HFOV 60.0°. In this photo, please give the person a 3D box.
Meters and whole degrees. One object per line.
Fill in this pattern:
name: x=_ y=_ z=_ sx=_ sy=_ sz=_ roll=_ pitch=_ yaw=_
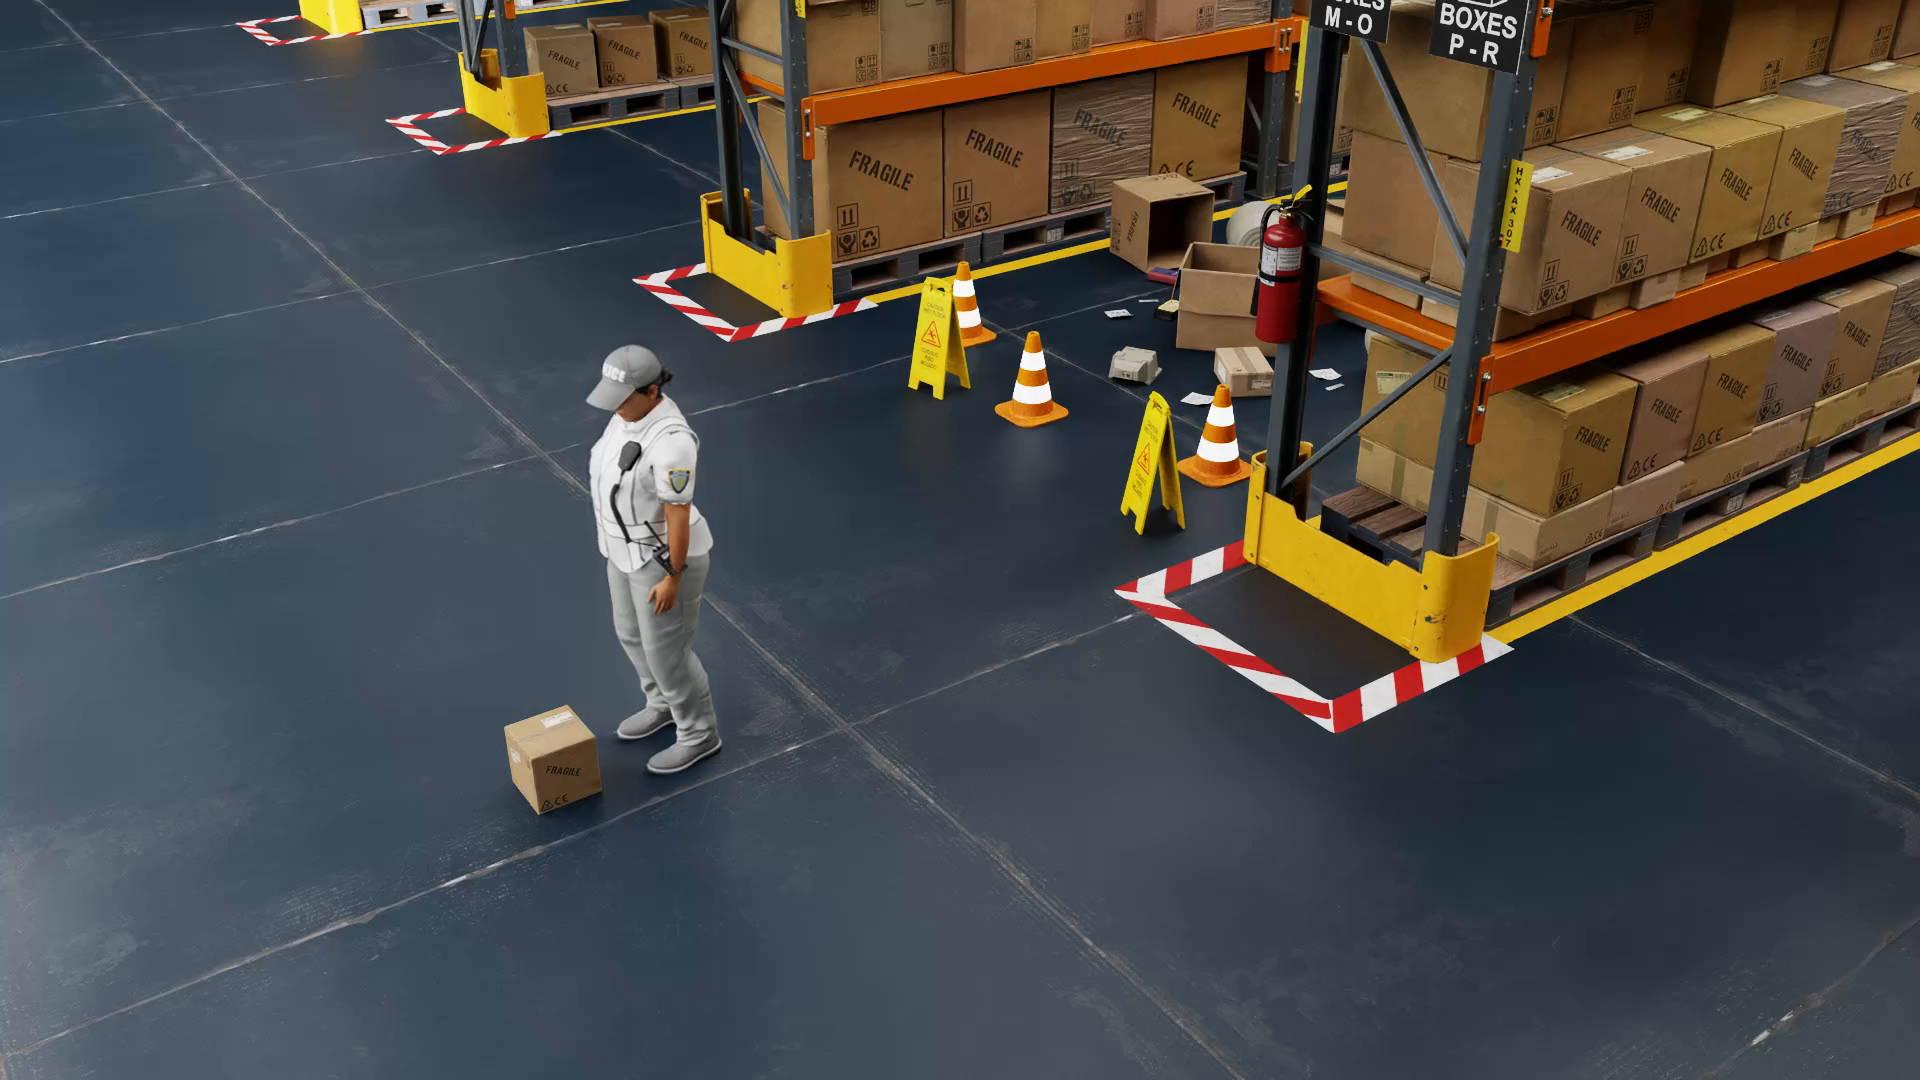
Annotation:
person: x=-1.103 y=0.069 z=6.013 sx=0.389 sy=1.655 sz=0.473 roll=-18 pitch=34 yaw=-30
